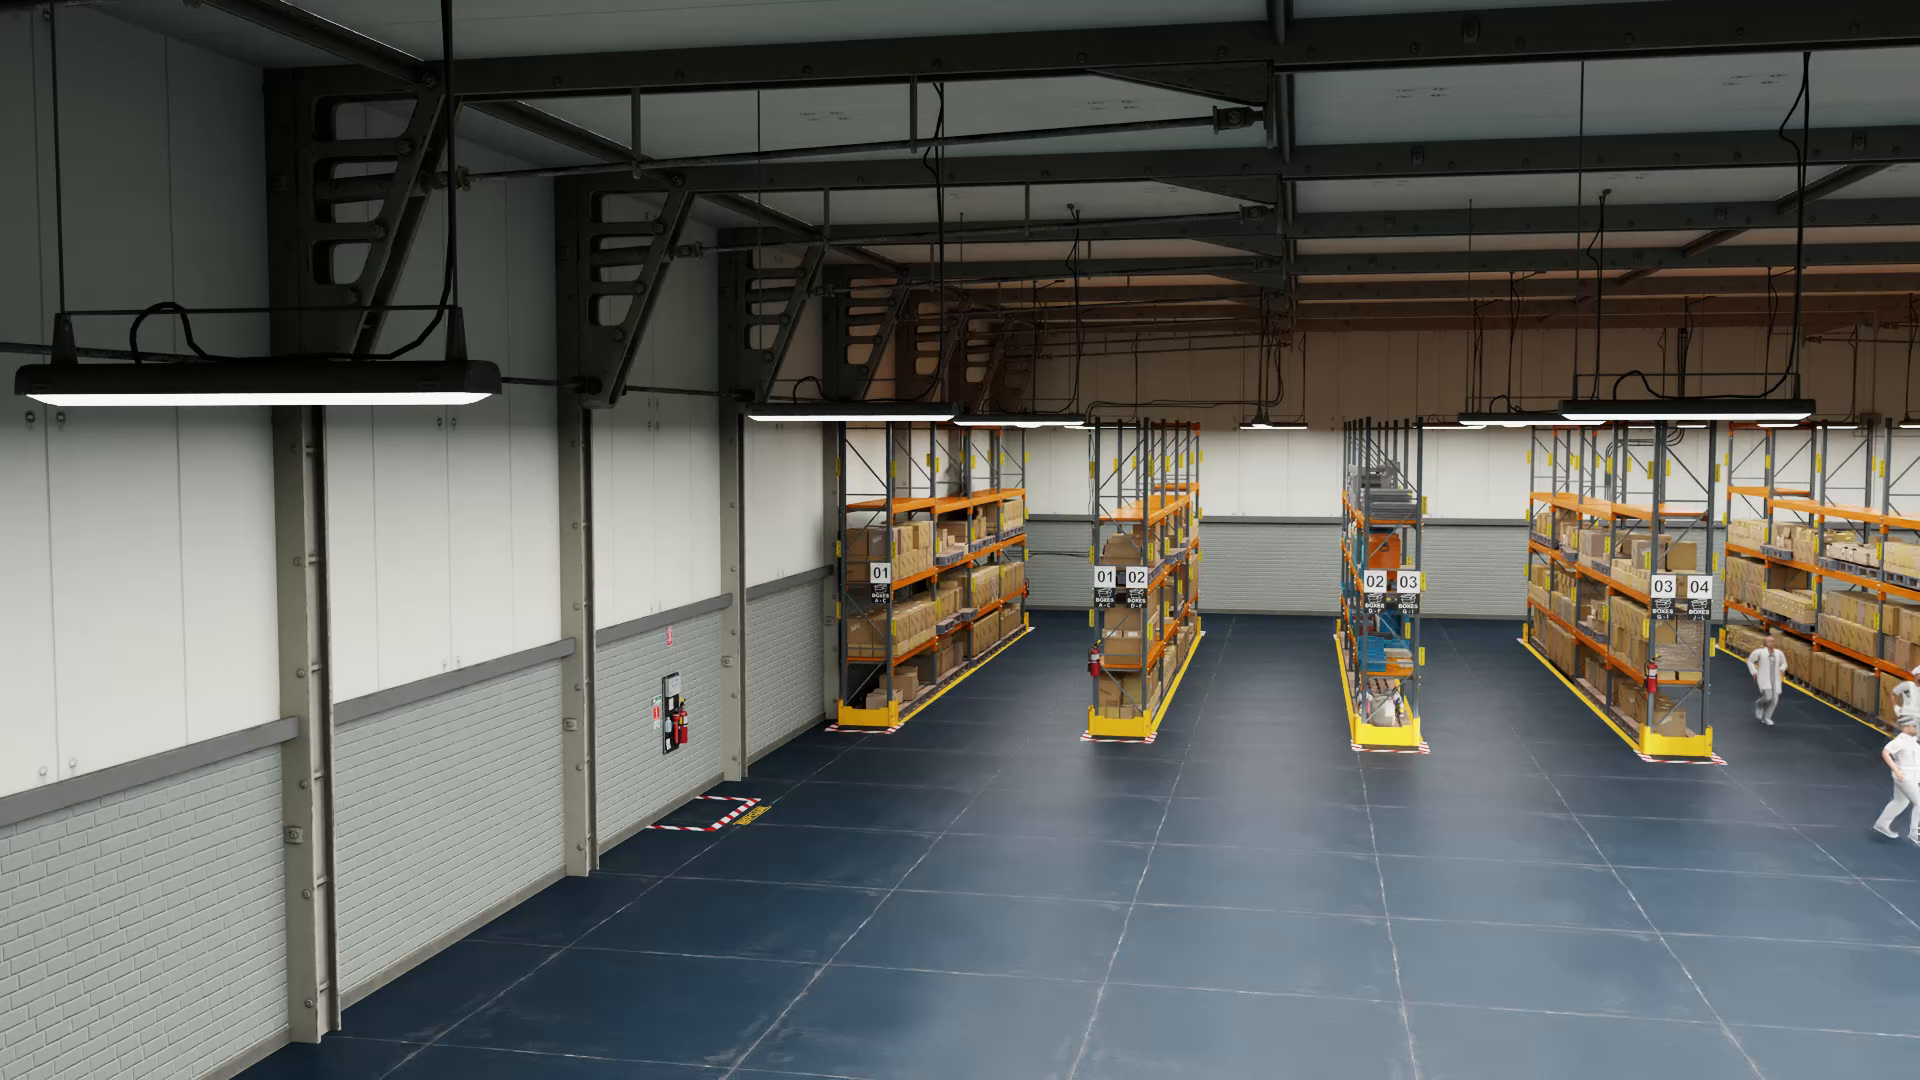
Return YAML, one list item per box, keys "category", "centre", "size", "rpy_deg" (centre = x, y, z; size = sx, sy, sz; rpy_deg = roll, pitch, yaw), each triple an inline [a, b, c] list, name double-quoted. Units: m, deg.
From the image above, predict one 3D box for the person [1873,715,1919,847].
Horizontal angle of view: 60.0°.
- category: "person"
  centre: [13.150, 3.346, 23.086]
  size: [0.778, 1.856, 0.638]
  rpy_deg: [3, 4, 34]

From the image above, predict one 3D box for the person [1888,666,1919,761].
- category: "person"
  centre: [16.197, 3.021, 28.259]
  size: [0.724, 1.767, 0.891]
  rpy_deg: [0, 4, -8]

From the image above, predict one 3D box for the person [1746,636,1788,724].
- category: "person"
  centre: [15.837, 2.747, 32.526]
  size: [0.715, 1.732, 0.624]
  rpy_deg: [0, 4, 3]
